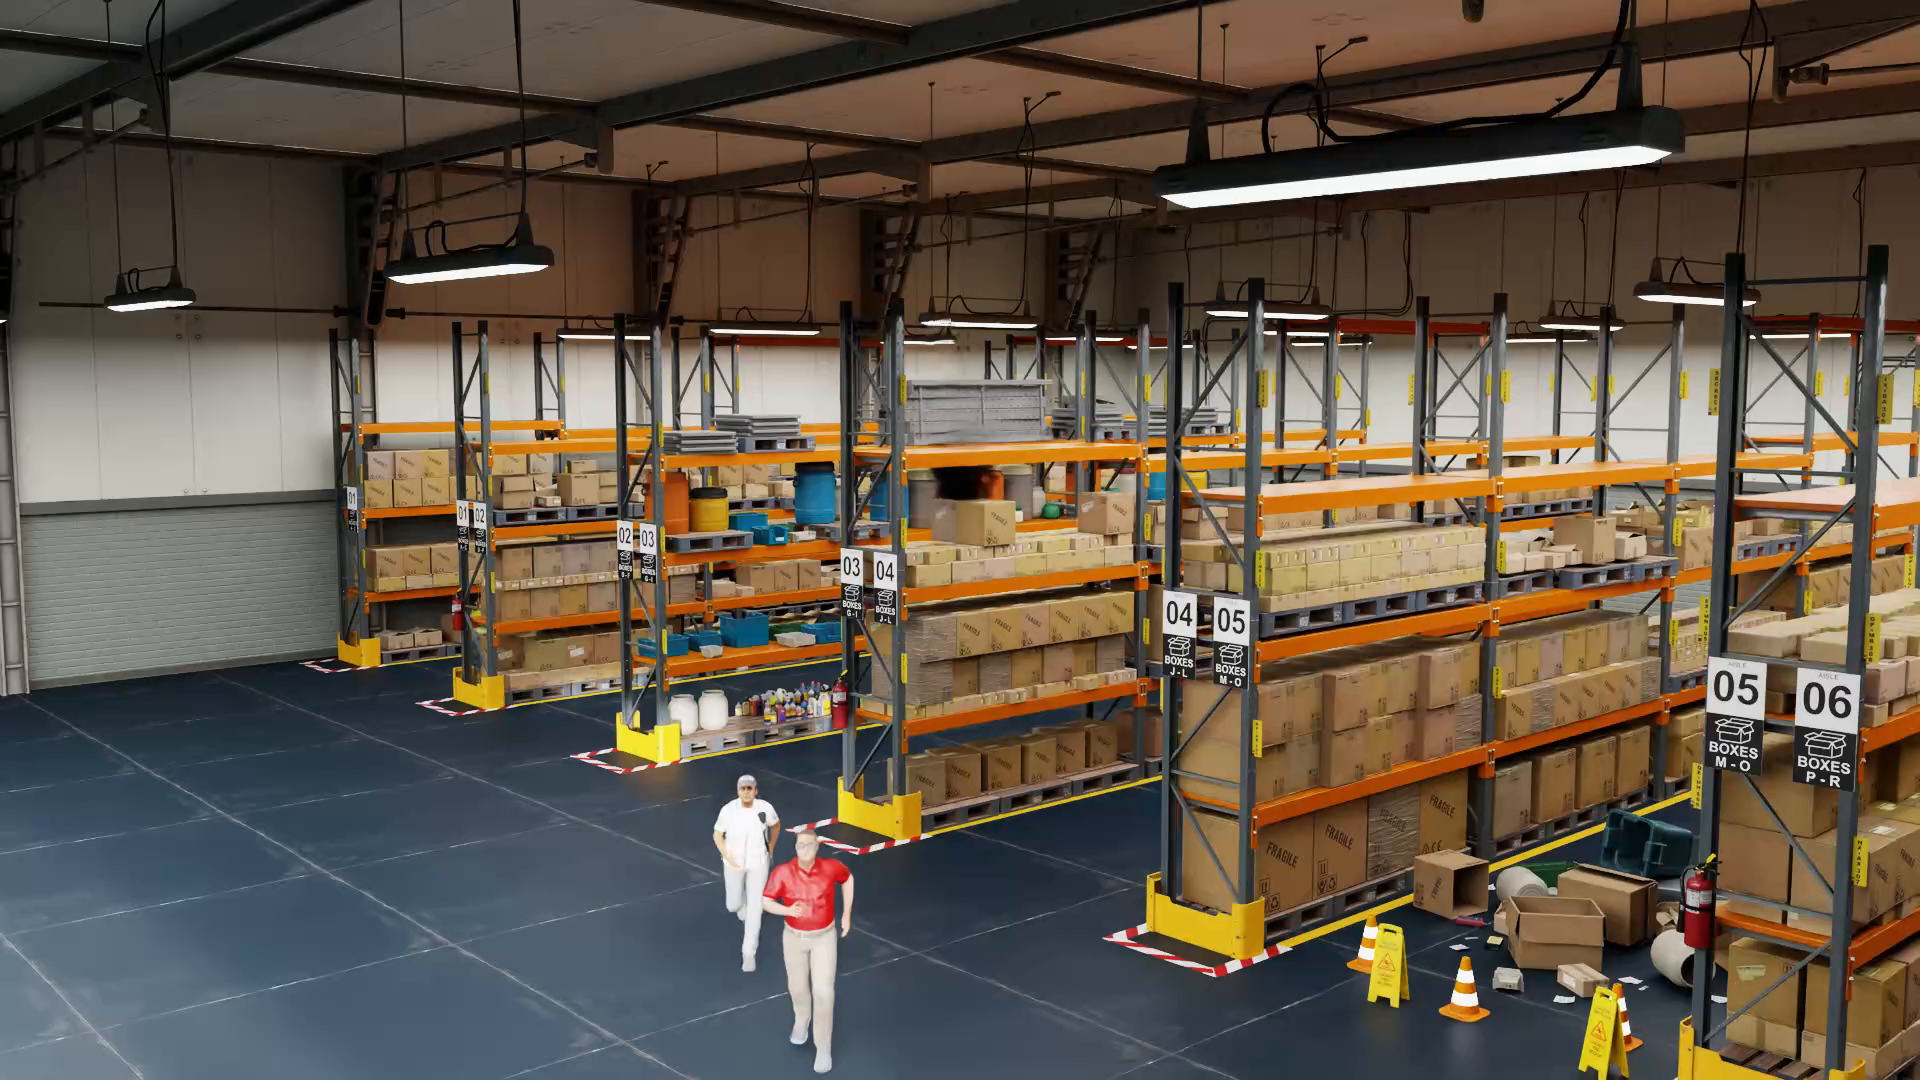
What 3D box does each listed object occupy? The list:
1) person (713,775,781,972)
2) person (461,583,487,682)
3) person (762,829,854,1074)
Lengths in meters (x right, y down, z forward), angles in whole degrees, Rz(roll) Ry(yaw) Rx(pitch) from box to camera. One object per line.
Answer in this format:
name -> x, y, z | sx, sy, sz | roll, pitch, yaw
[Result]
person -> -1.908, 2.910, 14.876 | 0.585, 1.664, 1.006 | 0, 6, 0
person -> -8.010, 1.545, 27.876 | 0.715, 1.718, 0.612 | 4, 7, 36
person -> -1.152, 3.069, 12.606 | 0.678, 1.806, 0.811 | 0, 6, -1
